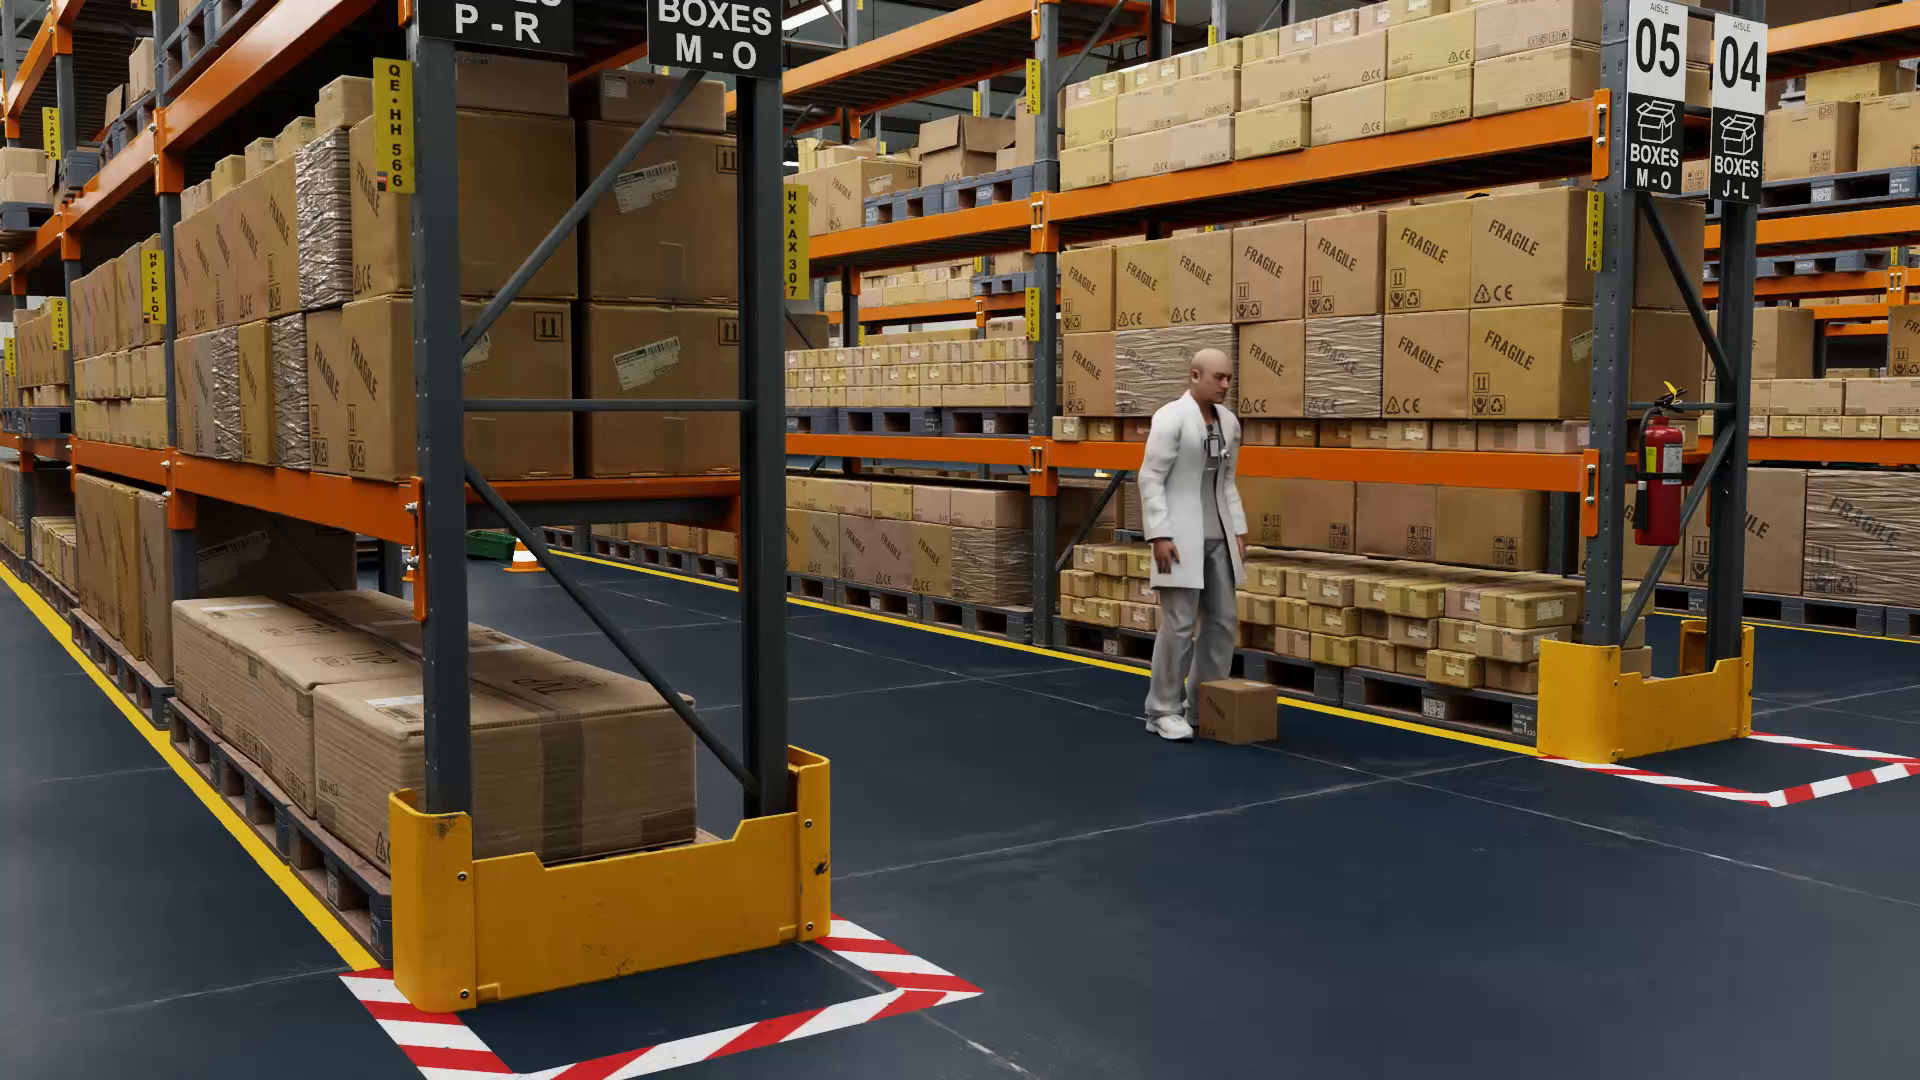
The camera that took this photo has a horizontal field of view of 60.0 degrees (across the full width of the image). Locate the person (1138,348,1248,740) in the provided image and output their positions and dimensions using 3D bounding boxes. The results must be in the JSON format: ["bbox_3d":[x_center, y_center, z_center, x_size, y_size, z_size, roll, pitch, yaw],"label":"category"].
[{"bbox_3d":[1.099,0.006,7.693,0.633,1.773,0.430,-3,6,-38],"label":"person"}]
